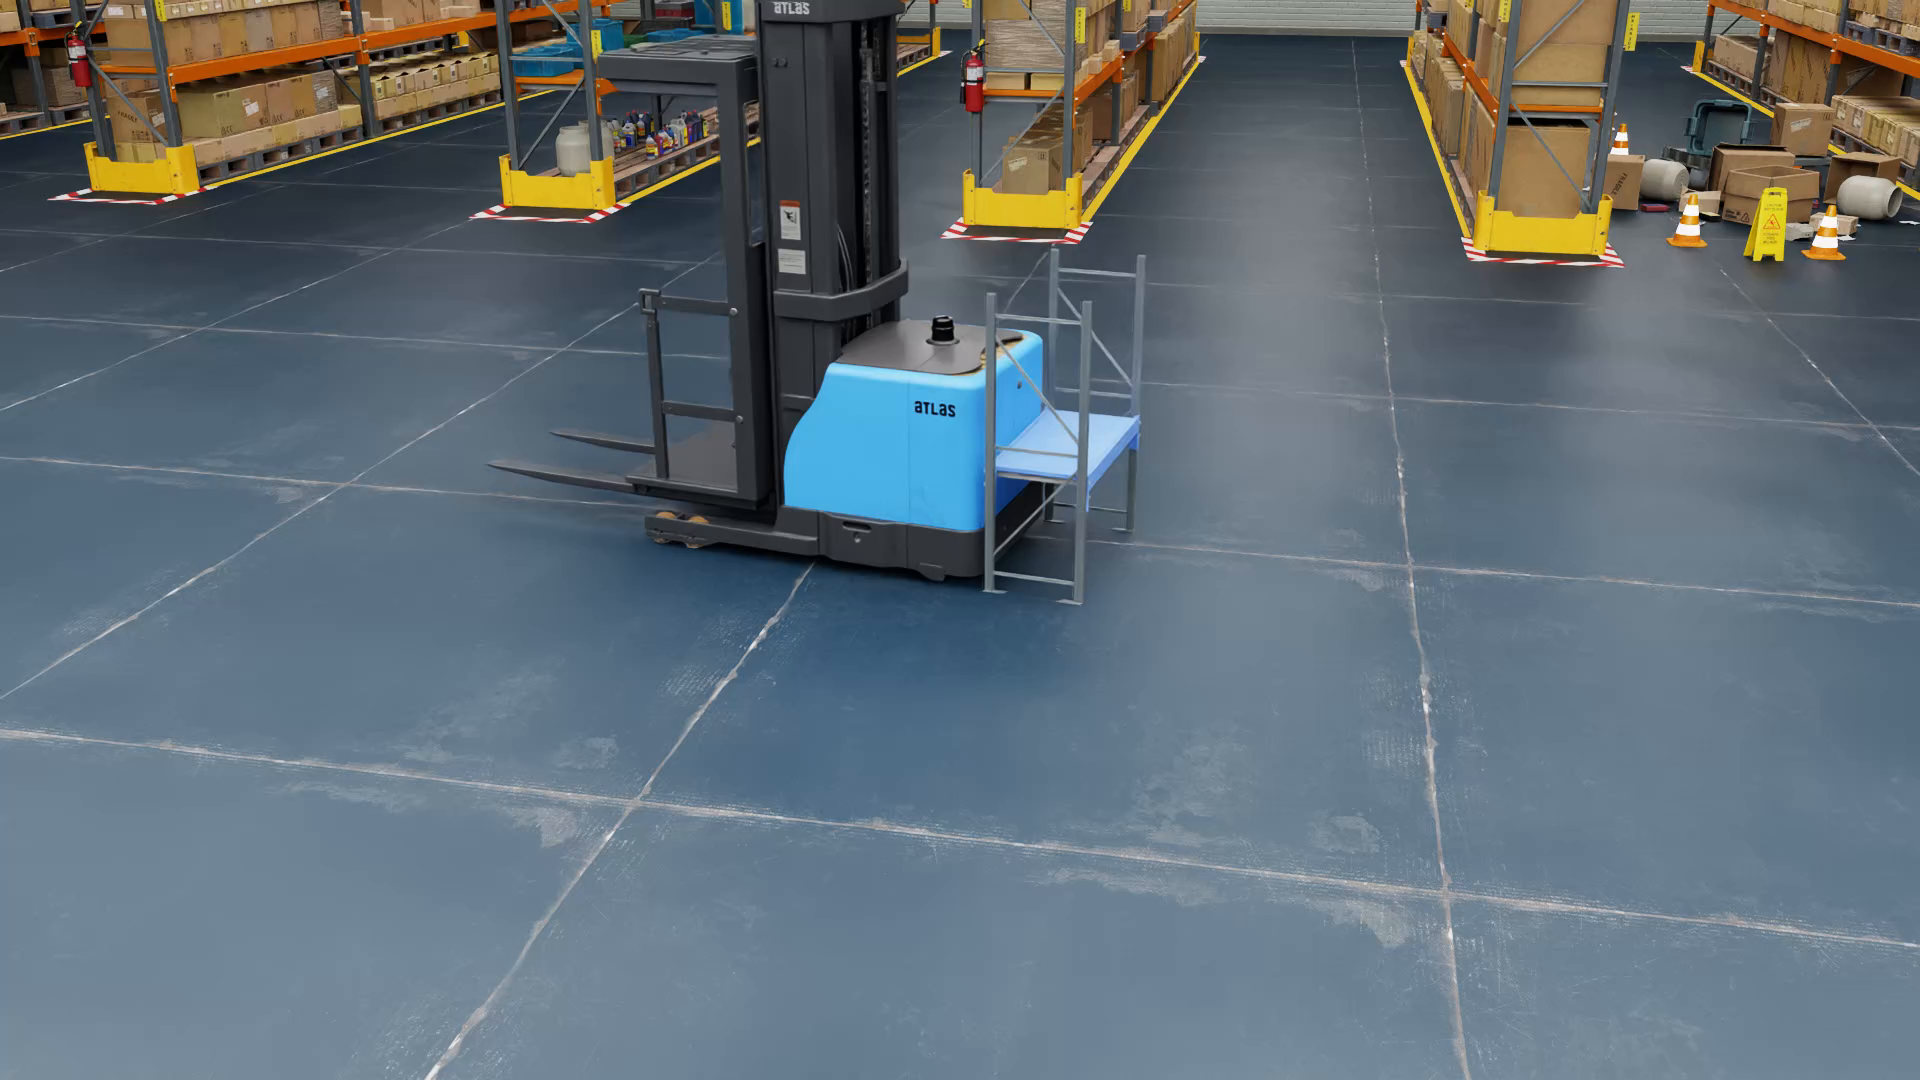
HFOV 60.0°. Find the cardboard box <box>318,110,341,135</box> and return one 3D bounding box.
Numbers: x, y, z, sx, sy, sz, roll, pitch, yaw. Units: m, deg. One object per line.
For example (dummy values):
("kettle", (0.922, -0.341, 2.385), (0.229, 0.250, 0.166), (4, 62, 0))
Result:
("cardboard box", (-8.260, -5.329, 21.188), (0.500, 0.250, 0.500), (4, 22, 11))

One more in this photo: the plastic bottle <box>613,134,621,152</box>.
("plastic bottle", (-4.058, -4.685, 19.628), (0.097, 0.201, 0.097), (0, 22, 0))

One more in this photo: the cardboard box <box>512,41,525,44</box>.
("cardboard box", (-7.385, -7.834, 27.048), (0.500, 0.500, 0.500), (4, 22, 9))

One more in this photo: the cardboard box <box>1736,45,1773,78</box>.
("cardboard box", (13.178, -7.747, 26.940), (0.875, 0.438, 0.875), (4, 22, 9))

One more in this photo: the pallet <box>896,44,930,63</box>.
("pallet", (-1.177, -9.195, 31.402), (1.003, 0.211, 1.213), (4, 22, 11))

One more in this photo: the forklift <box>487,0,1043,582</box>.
("forklift", (-1.124, -1.487, 8.622), (3.031, 2.935, 1.130), (8, 23, 20))

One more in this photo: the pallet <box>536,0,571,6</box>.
("pallet", (-7.059, -8.863, 27.102), (1.003, 0.211, 1.213), (4, 22, 11))

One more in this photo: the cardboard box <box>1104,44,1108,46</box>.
("cardboard box", (1.503, -5.626, 19.144), (0.380, 0.149, 0.250), (4, 22, 11))

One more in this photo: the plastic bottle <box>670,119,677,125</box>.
("plastic bottle", (-3.458, -5.014, 20.344), (0.152, 0.276, 0.135), (4, 22, 11))

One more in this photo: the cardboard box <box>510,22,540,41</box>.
("cardboard box", (-7.279, -8.388, 27.419), (0.500, 0.250, 0.500), (4, 22, 10))

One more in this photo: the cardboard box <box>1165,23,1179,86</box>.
("cardboard box", (2.769, -7.594, 25.975), (1.225, 0.875, 0.875), (4, 22, 9))

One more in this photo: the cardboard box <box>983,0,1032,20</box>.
("cardboard box", (0.483, -5.426, 16.441), (0.500, 0.500, 0.500), (4, 22, 11))

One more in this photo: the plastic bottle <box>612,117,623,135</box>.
("plastic bottle", (-4.116, -4.886, 19.927), (0.144, 0.351, 0.185), (4, 22, 10))

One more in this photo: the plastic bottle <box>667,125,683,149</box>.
("plastic bottle", (-3.411, -4.834, 19.899), (0.152, 0.276, 0.135), (5, 22, 12))

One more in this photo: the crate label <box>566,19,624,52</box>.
("crate label", (-4.125, -5.646, 18.810), (0.502, 0.435, 0.616), (4, 22, 11))

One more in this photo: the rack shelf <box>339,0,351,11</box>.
("rack shelf", (-11.894, -9.014, 28.184), (1.077, 0.370, 4.000), (4, 22, 11))

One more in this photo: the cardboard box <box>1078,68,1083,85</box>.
("cardboard box", (1.040, -4.708, 16.864), (0.380, 0.149, 0.250), (4, 22, 11))

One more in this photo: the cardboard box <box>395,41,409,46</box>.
("cardboard box", (-11.020, -9.752, 31.835), (0.700, 0.500, 0.500), (5, 22, 12))

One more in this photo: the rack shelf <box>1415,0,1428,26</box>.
("rack shelf", (8.305, -8.929, 27.973), (1.077, 0.370, 4.000), (4, 22, 11))

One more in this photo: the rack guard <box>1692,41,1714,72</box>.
("rack guard", (13.584, -8.504, 29.298), (1.175, 0.500, 0.348), (4, 22, 11))

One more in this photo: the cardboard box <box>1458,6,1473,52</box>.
("cardboard box", (6.212, -6.048, 19.722), (0.500, 0.500, 0.500), (4, 22, 10))

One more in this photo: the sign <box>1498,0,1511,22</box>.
("sign", (4.920, -4.836, 14.980), (0.100, 0.325, 0.005), (4, 22, 11))

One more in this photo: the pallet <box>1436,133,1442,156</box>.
("pallet", (6.595, -5.048, 21.105), (1.003, 0.211, 1.213), (4, 22, 11))

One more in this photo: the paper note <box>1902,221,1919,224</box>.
("paper note", (9.593, -3.211, 16.785), (0.142, 0.019, 0.148), (-3, 22, -8))

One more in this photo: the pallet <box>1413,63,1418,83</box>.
("pallet", (8.246, -7.934, 28.271), (1.003, 0.211, 1.213), (4, 22, 11))

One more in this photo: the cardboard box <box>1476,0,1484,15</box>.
("cardboard box", (6.155, -6.044, 18.200), (0.875, 0.550, 0.550), (4, 22, 11))

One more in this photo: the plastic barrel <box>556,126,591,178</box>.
("plastic barrel", (-4.176, -4.223, 18.092), (0.421, 0.512, 0.421), (0, 22, 0))

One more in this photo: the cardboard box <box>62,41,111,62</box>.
("cardboard box", (-12.795, -7.169, 24.391), (0.500, 0.250, 0.500), (4, 22, 9))

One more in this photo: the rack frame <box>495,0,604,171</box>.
("rack frame", (-4.236, -4.936, 17.094), (1.000, 3.000, 0.127), (4, 22, 11))

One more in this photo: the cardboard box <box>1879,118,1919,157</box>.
("cardboard box", (11.379, -4.697, 19.455), (0.950, 0.372, 0.625), (6, 23, 14))

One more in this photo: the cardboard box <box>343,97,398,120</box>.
("cardboard box", (-7.943, -5.826, 22.422), (0.500, 0.250, 0.500), (4, 22, 10))

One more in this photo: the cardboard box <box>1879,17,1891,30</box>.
("cardboard box", (11.458, -6.312, 20.284), (0.380, 0.149, 0.250), (6, 23, 14))

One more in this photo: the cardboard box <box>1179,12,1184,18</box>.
("cardboard box", (3.275, -8.391, 27.956), (0.875, 0.875, 0.875), (4, 22, 11))

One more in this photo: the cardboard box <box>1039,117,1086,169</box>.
("cardboard box", (1.149, -4.470, 18.721), (0.500, 0.500, 0.500), (2, 22, 6))

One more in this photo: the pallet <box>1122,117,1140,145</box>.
("pallet", (1.833, -5.460, 22.128), (1.003, 0.211, 1.213), (4, 22, 11))

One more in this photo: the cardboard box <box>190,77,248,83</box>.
("cardboard box", (-8.973, -5.350, 20.238), (0.500, 0.500, 0.500), (4, 22, 11))

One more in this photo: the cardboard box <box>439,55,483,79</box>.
("cardboard box", (-7.417, -7.019, 24.634), (0.500, 0.311, 0.500), (4, 22, 10))

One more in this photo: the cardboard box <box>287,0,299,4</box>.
("cardboard box", (-8.323, -6.637, 20.316), (0.380, 0.149, 0.250), (4, 22, 11))

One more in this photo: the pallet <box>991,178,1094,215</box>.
("pallet", (0.829, -3.587, 17.477), (1.003, 0.211, 1.213), (4, 22, 11))

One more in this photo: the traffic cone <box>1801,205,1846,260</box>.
("traffic cone", (7.983, -2.842, 15.290), (0.336, 0.463, 0.334), (4, 22, 11))

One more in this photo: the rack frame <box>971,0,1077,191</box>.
("rack frame", (0.613, -4.558, 16.156), (1.000, 3.000, 0.127), (4, 22, 11))

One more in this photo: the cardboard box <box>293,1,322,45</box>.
("cardboard box", (-8.454, -6.468, 20.764), (0.700, 0.500, 0.500), (4, 22, 10))

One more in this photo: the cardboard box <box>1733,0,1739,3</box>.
("cardboard box", (12.917, -8.991, 27.028), (0.500, 0.500, 0.500), (5, 23, 13))

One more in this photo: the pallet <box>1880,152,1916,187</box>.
("pallet", (11.288, -4.257, 19.141), (1.003, 0.211, 1.213), (4, 22, 11))

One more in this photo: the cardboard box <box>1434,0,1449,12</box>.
("cardboard box", (6.731, -7.363, 22.894), (0.380, 0.149, 0.250), (5, 22, 12))

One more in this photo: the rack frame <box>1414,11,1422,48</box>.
("rack frame", (8.713, -9.995, 29.655), (1.000, 3.000, 0.127), (4, 22, 11))

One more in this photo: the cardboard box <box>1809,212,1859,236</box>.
("cardboard box", (8.604, -3.113, 16.385), (0.380, 0.149, 0.250), (18, 28, 38))

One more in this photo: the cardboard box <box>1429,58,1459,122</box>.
("cardboard box", (6.868, -6.004, 22.196), (1.050, 0.750, 0.750), (4, 22, 10))

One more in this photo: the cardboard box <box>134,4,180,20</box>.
("cardboard box", (-8.793, -5.789, 18.210), (0.380, 0.149, 0.250), (4, 22, 11))

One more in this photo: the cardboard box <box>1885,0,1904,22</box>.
("cardboard box", (11.318, -6.393, 19.617), (0.500, 0.500, 0.500), (4, 22, 9))

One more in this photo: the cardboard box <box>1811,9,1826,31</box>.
("cardboard box", (11.885, -7.052, 22.548), (0.500, 0.250, 0.500), (5, 22, 12))

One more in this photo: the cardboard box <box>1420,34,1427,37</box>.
("cardboard box", (8.188, -8.688, 28.868), (0.380, 0.149, 0.250), (3, 22, 8))

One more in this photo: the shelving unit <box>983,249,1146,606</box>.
("shelving unit", (0.532, -0.591, 8.313), (0.538, 1.500, 1.048), (8, 23, 18))

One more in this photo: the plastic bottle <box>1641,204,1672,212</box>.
("plastic bottle", (7.290, -3.476, 17.402), (0.283, 0.061, 0.133), (-3, 22, -8))

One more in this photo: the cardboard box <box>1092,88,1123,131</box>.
("cardboard box", (1.691, -5.462, 21.156), (0.700, 0.500, 0.500), (4, 22, 11))

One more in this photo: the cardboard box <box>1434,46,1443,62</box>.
("cardboard box", (7.056, -6.908, 23.770), (0.500, 0.250, 0.500), (5, 22, 12))

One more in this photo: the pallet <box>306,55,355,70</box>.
("pallet", (-11.569, -8.498, 29.672), (1.003, 0.211, 1.213), (4, 22, 11))
